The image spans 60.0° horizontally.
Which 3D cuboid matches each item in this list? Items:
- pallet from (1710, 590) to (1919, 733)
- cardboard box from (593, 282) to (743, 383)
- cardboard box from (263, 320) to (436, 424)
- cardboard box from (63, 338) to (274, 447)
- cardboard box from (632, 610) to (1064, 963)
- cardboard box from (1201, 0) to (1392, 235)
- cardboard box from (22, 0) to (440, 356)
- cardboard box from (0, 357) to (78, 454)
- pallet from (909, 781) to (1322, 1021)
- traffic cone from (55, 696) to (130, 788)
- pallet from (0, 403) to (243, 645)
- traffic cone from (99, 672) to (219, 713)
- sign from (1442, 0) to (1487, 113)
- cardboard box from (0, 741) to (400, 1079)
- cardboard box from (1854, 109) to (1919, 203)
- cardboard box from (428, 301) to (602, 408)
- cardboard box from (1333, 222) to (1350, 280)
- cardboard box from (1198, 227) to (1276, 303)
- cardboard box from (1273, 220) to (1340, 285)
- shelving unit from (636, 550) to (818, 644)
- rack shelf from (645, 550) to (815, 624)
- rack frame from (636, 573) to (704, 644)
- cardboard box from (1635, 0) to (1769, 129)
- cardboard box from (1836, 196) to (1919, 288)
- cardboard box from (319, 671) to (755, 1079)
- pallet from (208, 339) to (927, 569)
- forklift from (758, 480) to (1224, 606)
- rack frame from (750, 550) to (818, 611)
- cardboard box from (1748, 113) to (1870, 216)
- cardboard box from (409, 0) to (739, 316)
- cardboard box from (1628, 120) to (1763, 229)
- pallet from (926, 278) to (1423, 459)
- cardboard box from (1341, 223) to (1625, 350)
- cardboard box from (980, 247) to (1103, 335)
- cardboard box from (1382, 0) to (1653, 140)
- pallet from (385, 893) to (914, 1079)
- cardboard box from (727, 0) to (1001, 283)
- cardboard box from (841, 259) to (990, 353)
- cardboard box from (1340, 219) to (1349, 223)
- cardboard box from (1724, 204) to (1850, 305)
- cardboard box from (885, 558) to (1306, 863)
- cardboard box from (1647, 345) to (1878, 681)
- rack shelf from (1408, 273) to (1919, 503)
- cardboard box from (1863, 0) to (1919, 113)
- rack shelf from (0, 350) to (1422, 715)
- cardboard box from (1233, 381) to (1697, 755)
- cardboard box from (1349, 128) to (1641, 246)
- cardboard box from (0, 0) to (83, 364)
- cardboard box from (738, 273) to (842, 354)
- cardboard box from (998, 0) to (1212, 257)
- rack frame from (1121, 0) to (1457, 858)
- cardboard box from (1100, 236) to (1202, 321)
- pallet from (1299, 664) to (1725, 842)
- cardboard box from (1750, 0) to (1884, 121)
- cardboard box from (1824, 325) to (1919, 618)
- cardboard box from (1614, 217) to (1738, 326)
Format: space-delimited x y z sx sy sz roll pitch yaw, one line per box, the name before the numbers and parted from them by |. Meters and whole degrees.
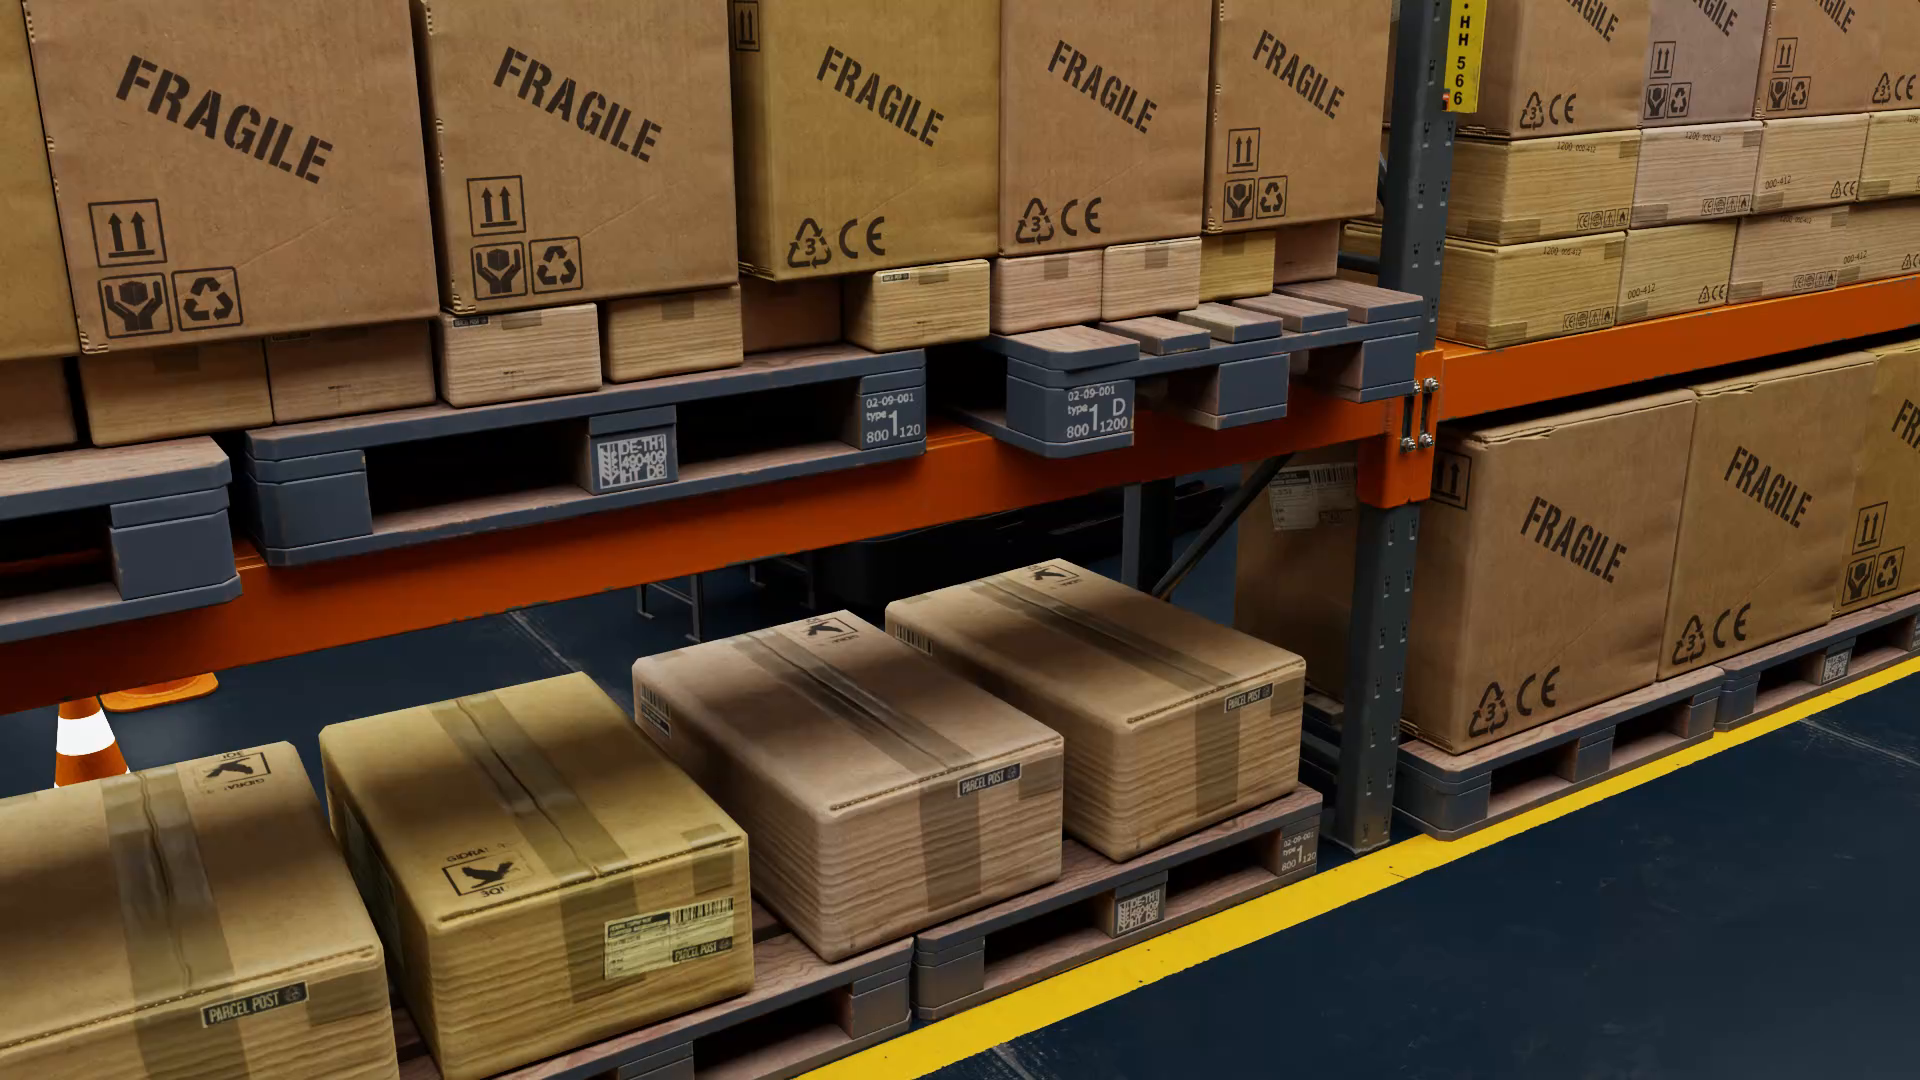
pallet | 2.521 0.248 5.683 1.213 0.211 1.003 -12 22 -31
cardboard box | -0.591 -0.406 2.999 0.250 0.149 0.380 -13 22 -33
cardboard box | -1.049 -0.318 2.740 0.250 0.149 0.380 -12 22 -31
cardboard box | -1.256 -0.275 2.612 0.250 0.149 0.380 -12 22 -31
cardboard box | -0.286 0.534 3.929 0.625 0.372 0.950 -12 22 -32
cardboard box | 0.577 -0.974 3.665 0.500 0.500 0.500 -13 22 -33
cardboard box | -1.150 -0.601 2.564 0.500 0.500 0.500 -12 22 -32
cardboard box | -1.494 -0.241 2.511 0.250 0.149 0.380 -10 21 -28
pallet | 0.150 0.717 4.294 1.213 0.211 1.003 -12 22 -31
traffic cone | -2.272 0.572 4.329 0.334 0.463 0.336 -12 22 -31
pallet | -1.819 -0.041 2.483 1.213 0.211 1.003 -12 22 -31
traffic cone | -2.579 0.254 5.271 0.334 0.463 0.336 -12 22 -31
sign | 1.110 -1.109 3.656 0.005 0.325 0.100 -12 22 -31
cardboard box | -1.502 0.789 3.175 0.625 0.372 0.950 -10 21 -28
cardboard box | 2.649 -1.191 5.038 0.500 0.250 0.500 -11 22 -30
cardboard box | -0.798 -0.351 2.837 0.250 0.149 0.380 -11 22 -29
cardboard box | 1.083 -0.829 4.746 0.500 0.250 0.500 -13 23 -33
cardboard box | 0.475 -0.634 3.672 0.250 0.149 0.380 -12 22 -31
cardboard box | 0.659 -0.700 3.869 0.250 0.149 0.380 -11 22 -29
shelving unit | -0.834 -0.736 5.642 0.503 2.100 0.431 -16 24 -39
rack shelf | -0.834 -0.060 5.871 0.480 0.518 0.431 -16 24 -39
rack frame | -1.016 -0.684 5.489 0.015 2.100 0.400 -16 24 -39
cardboard box | 1.759 -1.373 4.407 0.500 0.500 0.500 -12 22 -31
cardboard box | 2.621 -0.963 5.143 0.500 0.250 0.500 -12 22 -31
cardboard box | -0.922 0.666 3.539 0.625 0.372 0.950 -11 22 -30
pallet | -0.827 -0.291 3.220 1.213 0.211 1.003 -12 22 -31
forklift | 0.464 -1.521 6.668 3.031 2.935 1.130 -16 24 -39
rack frame | -0.652 -0.788 5.796 0.015 2.100 0.400 -16 24 -39
cardboard box | 2.218 -1.105 4.784 0.500 0.250 0.500 -12 22 -32
cardboard box | -0.726 -0.695 2.840 0.500 0.500 0.500 -13 23 -34
cardboard box | 1.795 -1.021 4.534 0.500 0.250 0.500 -11 22 -30
pallet | 0.267 -0.496 3.828 1.003 0.211 1.213 -12 22 -31
cardboard box | 1.351 -0.689 4.333 0.500 0.250 0.500 -12 22 -32
cardboard box | 0.075 -0.535 3.381 0.250 0.149 0.380 -13 23 -34
cardboard box | 1.350 -1.284 4.140 0.500 0.500 0.500 -13 22 -33
pallet | -0.868 0.931 3.662 1.213 0.211 1.003 -12 22 -31
cardboard box | -0.270 -0.791 3.123 0.500 0.500 0.500 -14 23 -35
cardboard box | -0.148 -0.483 3.226 0.250 0.149 0.380 -11 22 -30
cardboard box | 1.068 -1.060 4.650 0.500 0.250 0.500 -12 22 -32
cardboard box | 2.211 -0.875 4.883 0.500 0.250 0.500 -11 22 -30
cardboard box | 0.326 0.402 4.320 0.625 0.372 0.950 -14 23 -35
cardboard box | 2.173 -0.189 5.282 0.875 0.875 0.875 -12 22 -31
rack shelf | 2.474 -0.753 5.410 4.000 0.370 1.077 -12 22 -31
cardboard box | 2.623 -1.548 4.924 0.500 0.500 0.500 -12 22 -31
rack shelf | -0.867 -0.048 3.326 4.000 0.370 1.077 -12 22 -31
cardboard box | 1.426 -0.033 4.820 0.875 0.875 0.875 -12 22 -32
cardboard box | 1.362 -0.930 4.266 0.500 0.250 0.500 -12 22 -32
cardboard box | -1.570 -0.518 2.317 0.500 0.500 0.500 -12 22 -31
cardboard box | -0.427 -0.472 3.195 0.250 0.149 0.380 -12 22 -31
cardboard box | 0.151 -0.880 3.387 0.500 0.500 0.500 -12 22 -32
rack frame | 0.803 -0.741 4.253 0.127 3.000 1.000 -12 22 -31
cardboard box | 0.289 -0.577 3.506 0.250 0.149 0.380 -12 22 -32
pallet | 1.503 0.461 5.051 1.213 0.211 1.003 -12 22 -31
cardboard box | 2.199 -1.460 4.664 0.500 0.500 0.500 -11 22 -30
cardboard box | 2.920 -0.346 5.747 0.875 0.875 0.875 -11 22 -30
cardboard box | 1.770 -0.784 4.615 0.500 0.250 0.500 -13 22 -33
